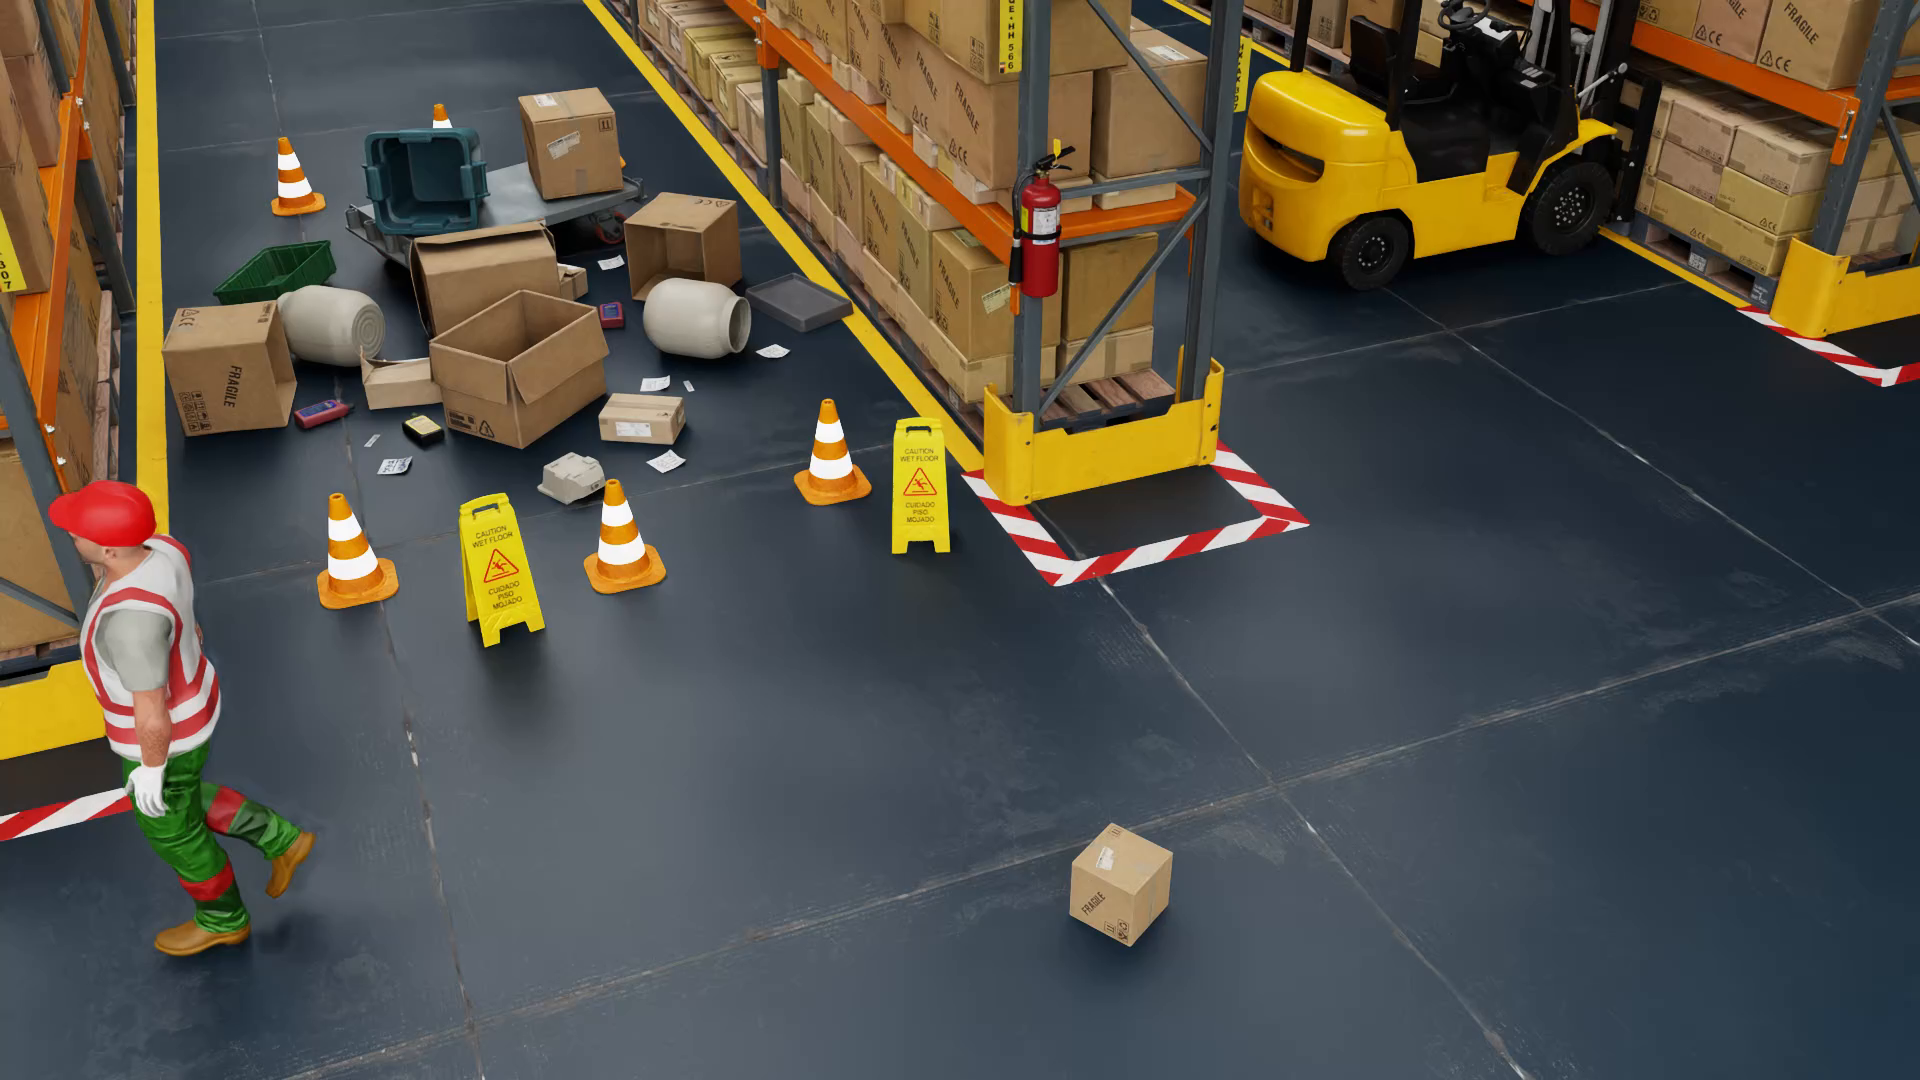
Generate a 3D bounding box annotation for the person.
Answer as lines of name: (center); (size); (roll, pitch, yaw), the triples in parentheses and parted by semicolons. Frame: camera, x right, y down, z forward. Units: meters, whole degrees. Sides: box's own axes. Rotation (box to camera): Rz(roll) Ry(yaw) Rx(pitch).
person: (-2.443, 0.575, 5.199); (0.550, 1.778, 0.542); (-7, 34, -11)
